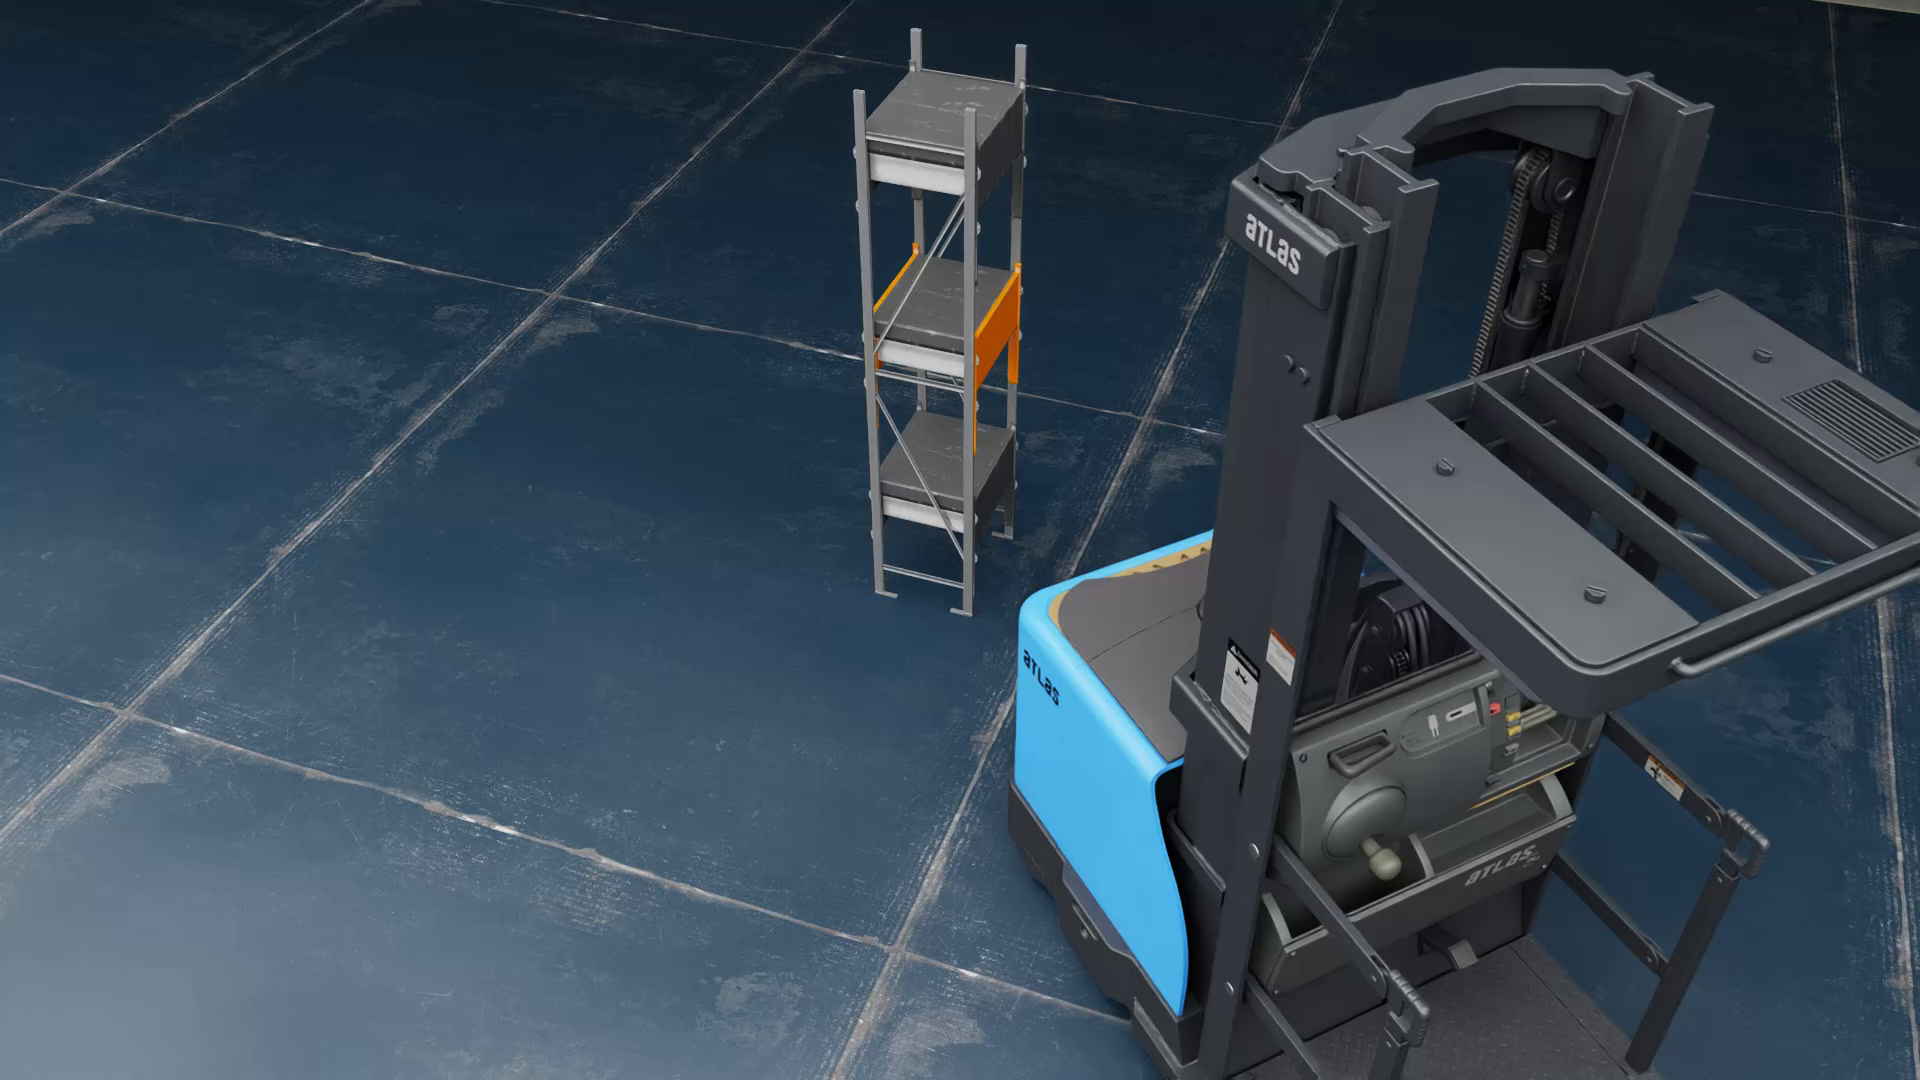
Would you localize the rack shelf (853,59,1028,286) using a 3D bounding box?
[{"bbox_3d":[-0.057,-1.220,5.505,0.431,0.518,0.480,13,42,15],"label":"rack shelf"}]

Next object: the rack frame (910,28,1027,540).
[{"bbox_3d":[0.027,-0.847,6.125,0.400,2.100,0.015,13,42,15],"label":"rack frame"}]

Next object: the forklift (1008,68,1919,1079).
[{"bbox_3d":[1.276,0.579,3.813,1.130,2.935,3.031,-18,44,-20],"label":"forklift"}]

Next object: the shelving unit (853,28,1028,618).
[{"bbox_3d":[-0.057,-0.698,5.950,0.431,2.100,0.503,13,42,15],"label":"shelving unit"}]

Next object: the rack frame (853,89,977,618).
[{"bbox_3d":[-0.140,-0.549,5.776,0.400,2.100,0.015,13,42,15],"label":"rack frame"}]

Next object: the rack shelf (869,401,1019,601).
[{"bbox_3d":[-0.057,-0.155,6.413,0.431,0.518,0.480,13,42,15],"label":"rack shelf"}]

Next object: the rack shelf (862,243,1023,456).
[{"bbox_3d":[-0.057,-0.687,5.959,0.431,0.518,0.480,13,42,15],"label":"rack shelf"}]
